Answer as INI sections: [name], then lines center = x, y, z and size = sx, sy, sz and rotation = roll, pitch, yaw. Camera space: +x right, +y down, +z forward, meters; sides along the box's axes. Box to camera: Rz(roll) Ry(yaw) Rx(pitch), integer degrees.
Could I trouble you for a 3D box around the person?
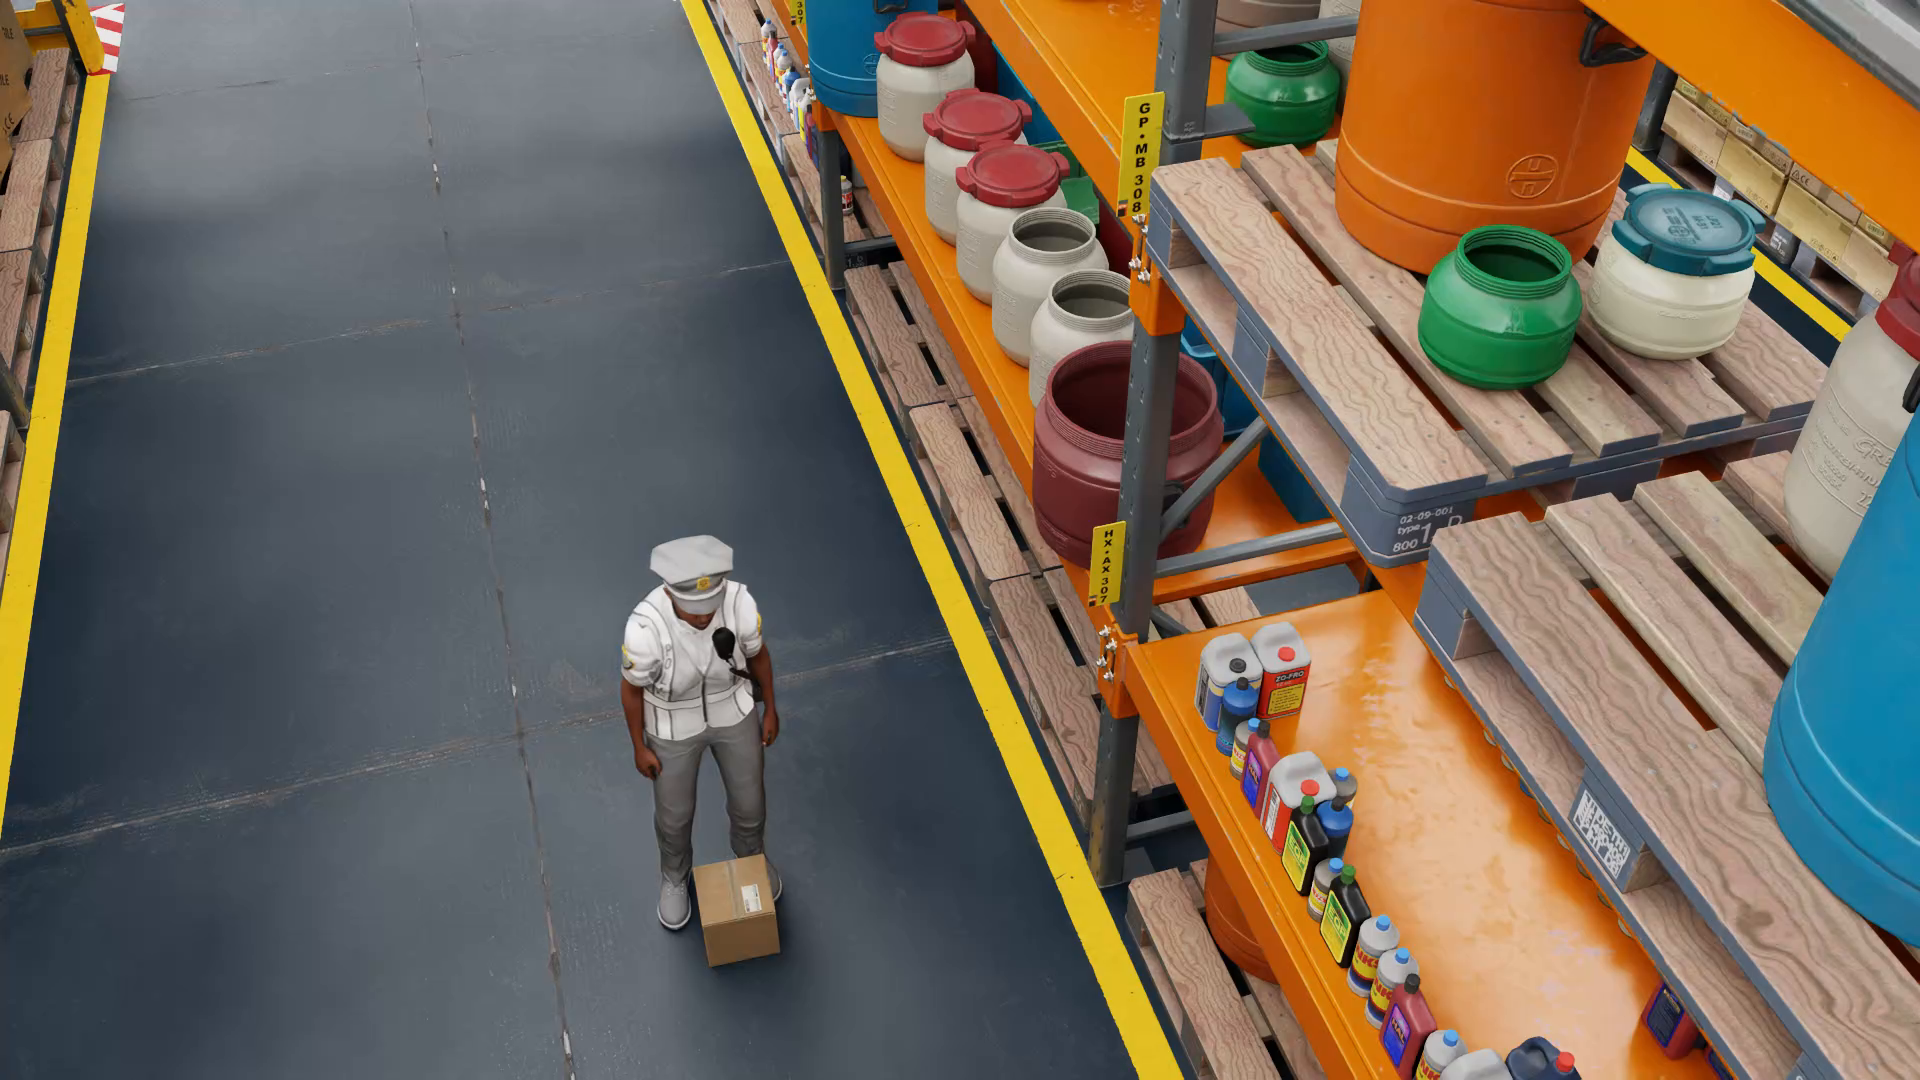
[person]
center = -0.854, 0.617, 5.485
size = 0.531, 1.661, 0.397
rotation = -14, 44, -15
